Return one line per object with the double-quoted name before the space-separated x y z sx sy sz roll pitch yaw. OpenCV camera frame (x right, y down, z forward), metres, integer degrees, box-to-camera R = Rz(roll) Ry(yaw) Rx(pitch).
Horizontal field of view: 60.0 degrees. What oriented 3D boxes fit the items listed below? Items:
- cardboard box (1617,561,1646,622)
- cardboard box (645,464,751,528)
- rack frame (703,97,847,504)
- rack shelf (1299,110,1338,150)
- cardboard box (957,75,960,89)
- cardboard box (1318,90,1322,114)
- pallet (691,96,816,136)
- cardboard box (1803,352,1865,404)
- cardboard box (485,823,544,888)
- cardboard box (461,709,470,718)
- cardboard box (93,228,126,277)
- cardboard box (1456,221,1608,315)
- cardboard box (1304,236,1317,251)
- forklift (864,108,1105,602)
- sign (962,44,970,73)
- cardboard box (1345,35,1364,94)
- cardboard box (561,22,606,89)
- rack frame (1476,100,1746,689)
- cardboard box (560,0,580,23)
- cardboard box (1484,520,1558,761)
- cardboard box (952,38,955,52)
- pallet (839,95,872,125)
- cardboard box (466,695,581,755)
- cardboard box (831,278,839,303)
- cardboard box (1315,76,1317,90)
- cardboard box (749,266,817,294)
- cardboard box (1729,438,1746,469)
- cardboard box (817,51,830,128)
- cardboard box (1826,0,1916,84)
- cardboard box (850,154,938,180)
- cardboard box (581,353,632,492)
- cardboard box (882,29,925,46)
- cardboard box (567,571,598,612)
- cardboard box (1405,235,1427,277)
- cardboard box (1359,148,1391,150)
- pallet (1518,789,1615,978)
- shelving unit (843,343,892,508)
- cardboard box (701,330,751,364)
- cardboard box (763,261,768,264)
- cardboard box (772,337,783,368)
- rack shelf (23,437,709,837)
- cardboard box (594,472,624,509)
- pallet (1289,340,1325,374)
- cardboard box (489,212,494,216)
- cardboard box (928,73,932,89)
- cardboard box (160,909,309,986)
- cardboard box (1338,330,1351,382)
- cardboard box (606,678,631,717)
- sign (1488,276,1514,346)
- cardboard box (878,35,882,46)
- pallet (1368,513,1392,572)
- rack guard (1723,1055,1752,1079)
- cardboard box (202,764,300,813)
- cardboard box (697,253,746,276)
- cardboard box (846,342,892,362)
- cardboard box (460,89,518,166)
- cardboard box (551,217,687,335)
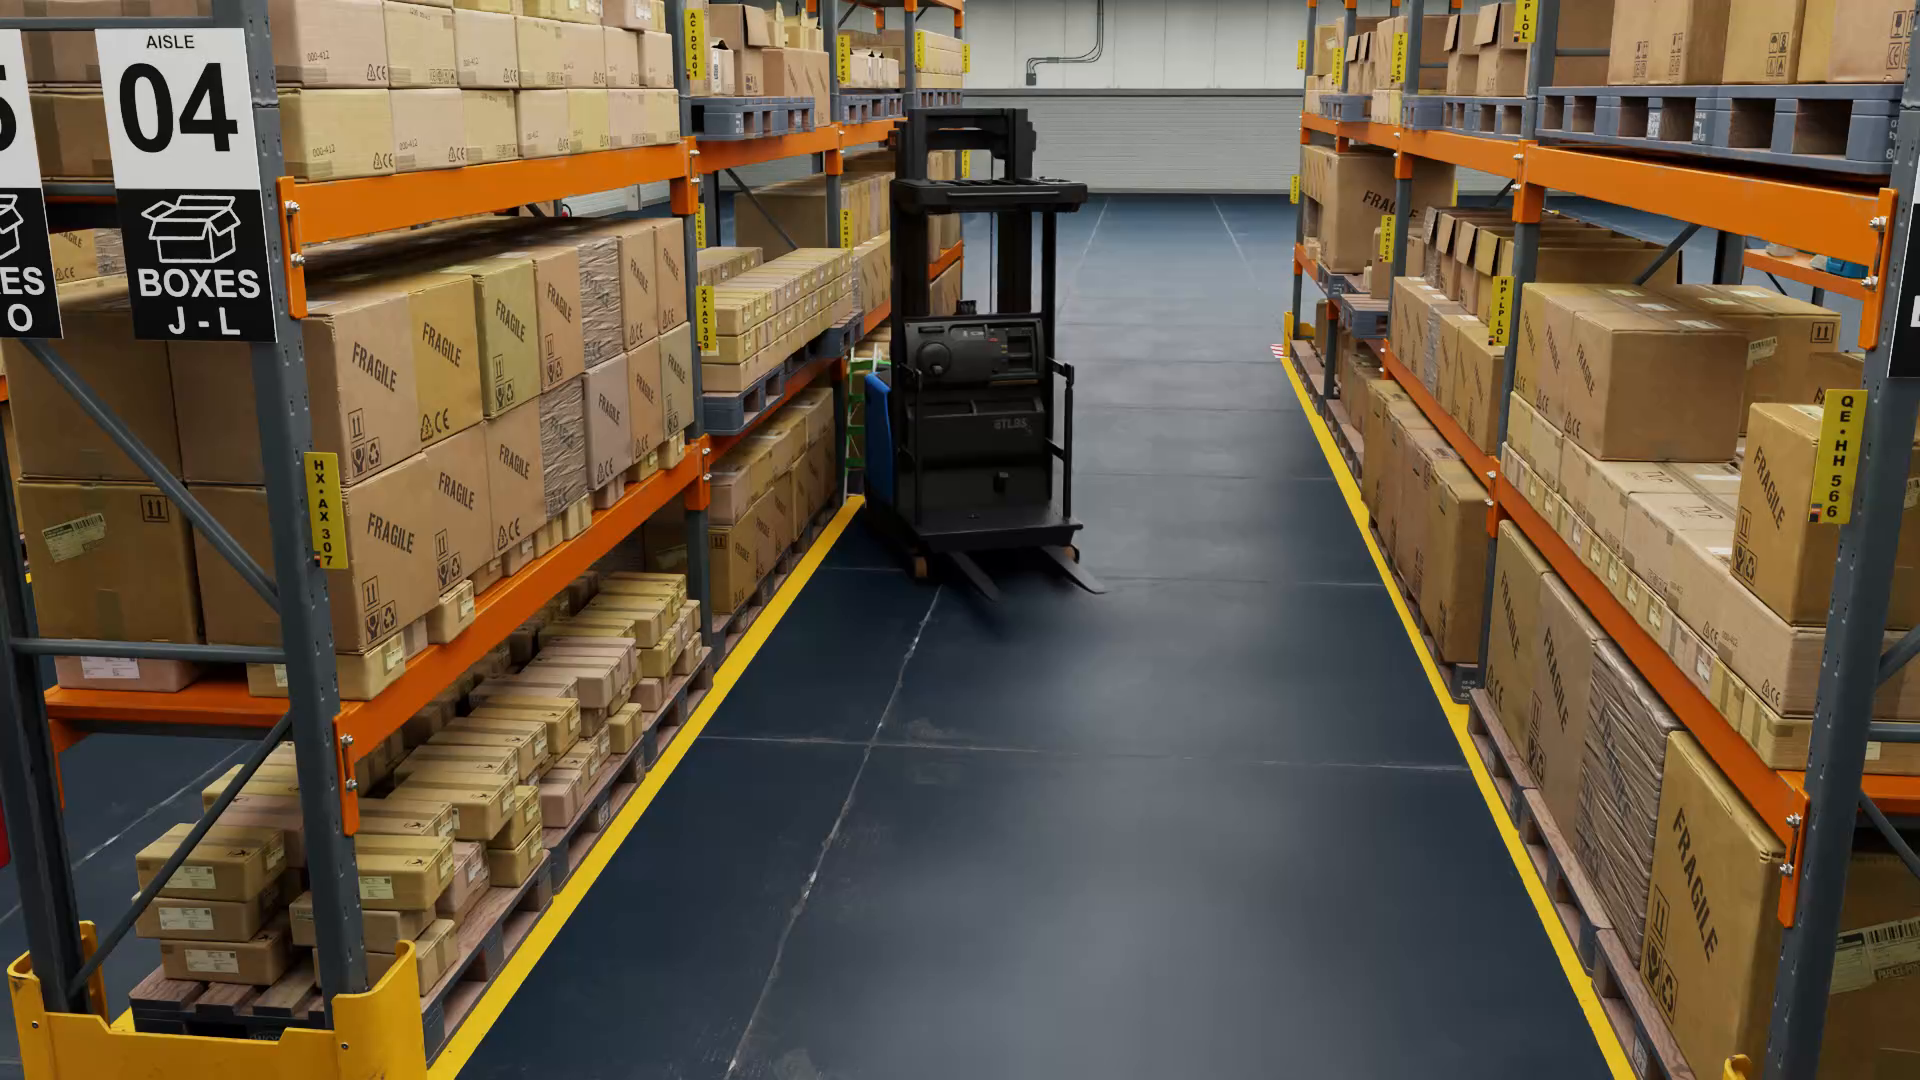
"cardboard box" 2.495 0.182 5.723 0.380 0.149 0.250 2 15 6
"cardboard box" -1.480 -0.256 9.412 0.500 0.250 0.500 1 15 4
"rack frame" -1.374 -1.752 12.395 1.000 3.000 0.127 2 15 6
"rack shelf" 4.219 -4.237 17.215 1.077 0.370 4.000 2 15 6
"cardboard box" -0.202 -5.243 19.044 0.380 0.149 0.250 2 15 7
"cardboard box" 3.968 -4.515 17.155 0.500 0.250 0.500 2 15 8
"pallet" -1.536 -2.498 9.767 1.213 0.211 1.003 2 15 6
"cardboard box" 3.071 -0.319 5.375 0.500 0.500 0.500 1 15 5
"cardboard box" -1.793 1.172 6.239 0.380 0.149 0.250 2 15 7
"cardboard box" -2.295 0.737 7.279 0.380 0.149 0.250 2 15 6
"cardboard box" -6.152 -2.127 11.676 0.500 0.500 0.500 2 15 7
"cardboard box" 3.298 -1.580 9.645 0.797 0.503 0.637 2 15 8
"cardboard box" 4.086 -3.338 18.740 0.380 0.149 0.250 2 15 6
"forklift" 0.151 -1.256 10.692 1.130 2.935 3.031 -4 16 -14
"sign" 0.066 -5.645 19.499 0.100 0.325 0.005 2 15 6
"cardboard box" 3.842 -4.199 14.694 0.797 0.503 0.637 1 15 3
"cardboard box" -1.750 -1.934 6.652 0.500 0.250 0.500 2 15 9
"rack frame" 3.091 -0.542 7.921 1.000 3.000 0.127 2 15 6
"cardboard box" -1.710 -2.099 6.496 0.380 0.149 0.250 2 15 6
"cardboard box" 2.937 0.449 7.519 0.875 0.875 0.875 2 15 6
"cardboard box" -0.259 -5.494 18.444 0.380 0.149 0.250 2 15 7
"pallet" -1.355 -3.277 12.651 1.213 0.211 1.003 2 15 9
"cardboard box" -1.752 0.741 6.691 0.380 0.149 0.250 2 15 7
"cardboard box" -1.033 -1.698 11.302 0.380 0.149 0.250 2 15 8
"cardboard box" 4.051 -4.956 18.021 0.380 0.149 0.250 2 15 9
"cardboard box" -1.122 -1.645 10.535 0.380 0.149 0.250 2 15 9
"cardboard box" 3.189 -0.225 6.463 0.500 0.250 0.500 2 15 7
"cardboard box" -1.186 -3.093 11.415 0.500 0.500 0.500 2 15 6
"cardboard box" 2.645 -1.389 4.116 0.700 0.500 0.500 1 15 3
"cardboard box" -0.703 -3.760 17.464 0.875 0.550 0.550 2 15 6
"cardboard box" -1.717 -0.509 7.037 0.500 0.500 0.500 2 15 6
"cardboard box" -0.544 -4.836 16.013 0.380 0.149 0.250 2 15 7
"cardboard box" -2.071 0.255 8.490 0.380 0.149 0.250 2 15 9
"cardboard box" 3.564 -1.972 12.212 0.500 0.500 0.500 0 15 -1
"cardboard box" 4.519 -3.920 17.735 0.500 0.500 0.500 2 15 6
"pallet" 2.792 1.316 6.391 1.003 0.211 1.213 2 15 6
"shelving unit" -0.646 -0.844 12.414 0.258 1.200 0.503 2 2 -24
"cardboard box" -1.324 -1.028 8.825 0.380 0.149 0.250 2 15 7
"cardboard box" -1.590 -1.925 12.843 0.500 0.500 0.500 2 15 6
"cardboard box" -1.237 -1.087 9.610 0.380 0.149 0.250 2 15 7
"rack shelf" -2.051 0.151 6.734 1.077 0.370 4.000 2 15 6
"cardboard box" -1.690 -0.237 7.274 0.380 0.149 0.250 1 15 4
"pallet" 4.310 -2.079 18.947 1.003 0.211 1.213 2 15 6
"cardboard box" -5.386 -3.599 18.465 0.500 0.500 0.500 2 15 7
"cardboard box" -0.487 -4.583 16.605 0.380 0.149 0.250 2 15 6
"cardboard box" -2.425 1.354 5.566 0.380 0.149 0.250 2 15 7
"cardboard box" 4.136 -1.865 16.795 0.500 0.500 0.500 7 17 24
"cardboard box" -1.711 0.676 7.504 0.380 0.149 0.250 2 15 8
"sign" 2.551 -1.076 7.830 0.100 0.325 0.005 2 15 6
"cardboard box" -1.028 -5.250 17.543 0.380 0.149 0.250 2 15 7
"pallet" 3.379 -0.031 11.374 1.003 0.211 1.213 2 15 6
"rack guard" 2.637 1.708 4.388 1.175 0.500 0.348 2 15 6
"cardboard box" -2.481 0.930 5.994 0.380 0.149 0.250 1 15 5
"cardboard box" -1.679 -1.873 11.380 0.380 0.149 0.250 2 15 6
"cardboard box" -1.121 -1.251 14.047 1.050 0.750 0.750 2 15 7
"cardboard box" -1.863 -1.432 5.752 0.500 0.250 0.500 1 15 4
"cardboard box" -1.610 -1.259 7.895 0.500 0.500 0.500 1 15 4
